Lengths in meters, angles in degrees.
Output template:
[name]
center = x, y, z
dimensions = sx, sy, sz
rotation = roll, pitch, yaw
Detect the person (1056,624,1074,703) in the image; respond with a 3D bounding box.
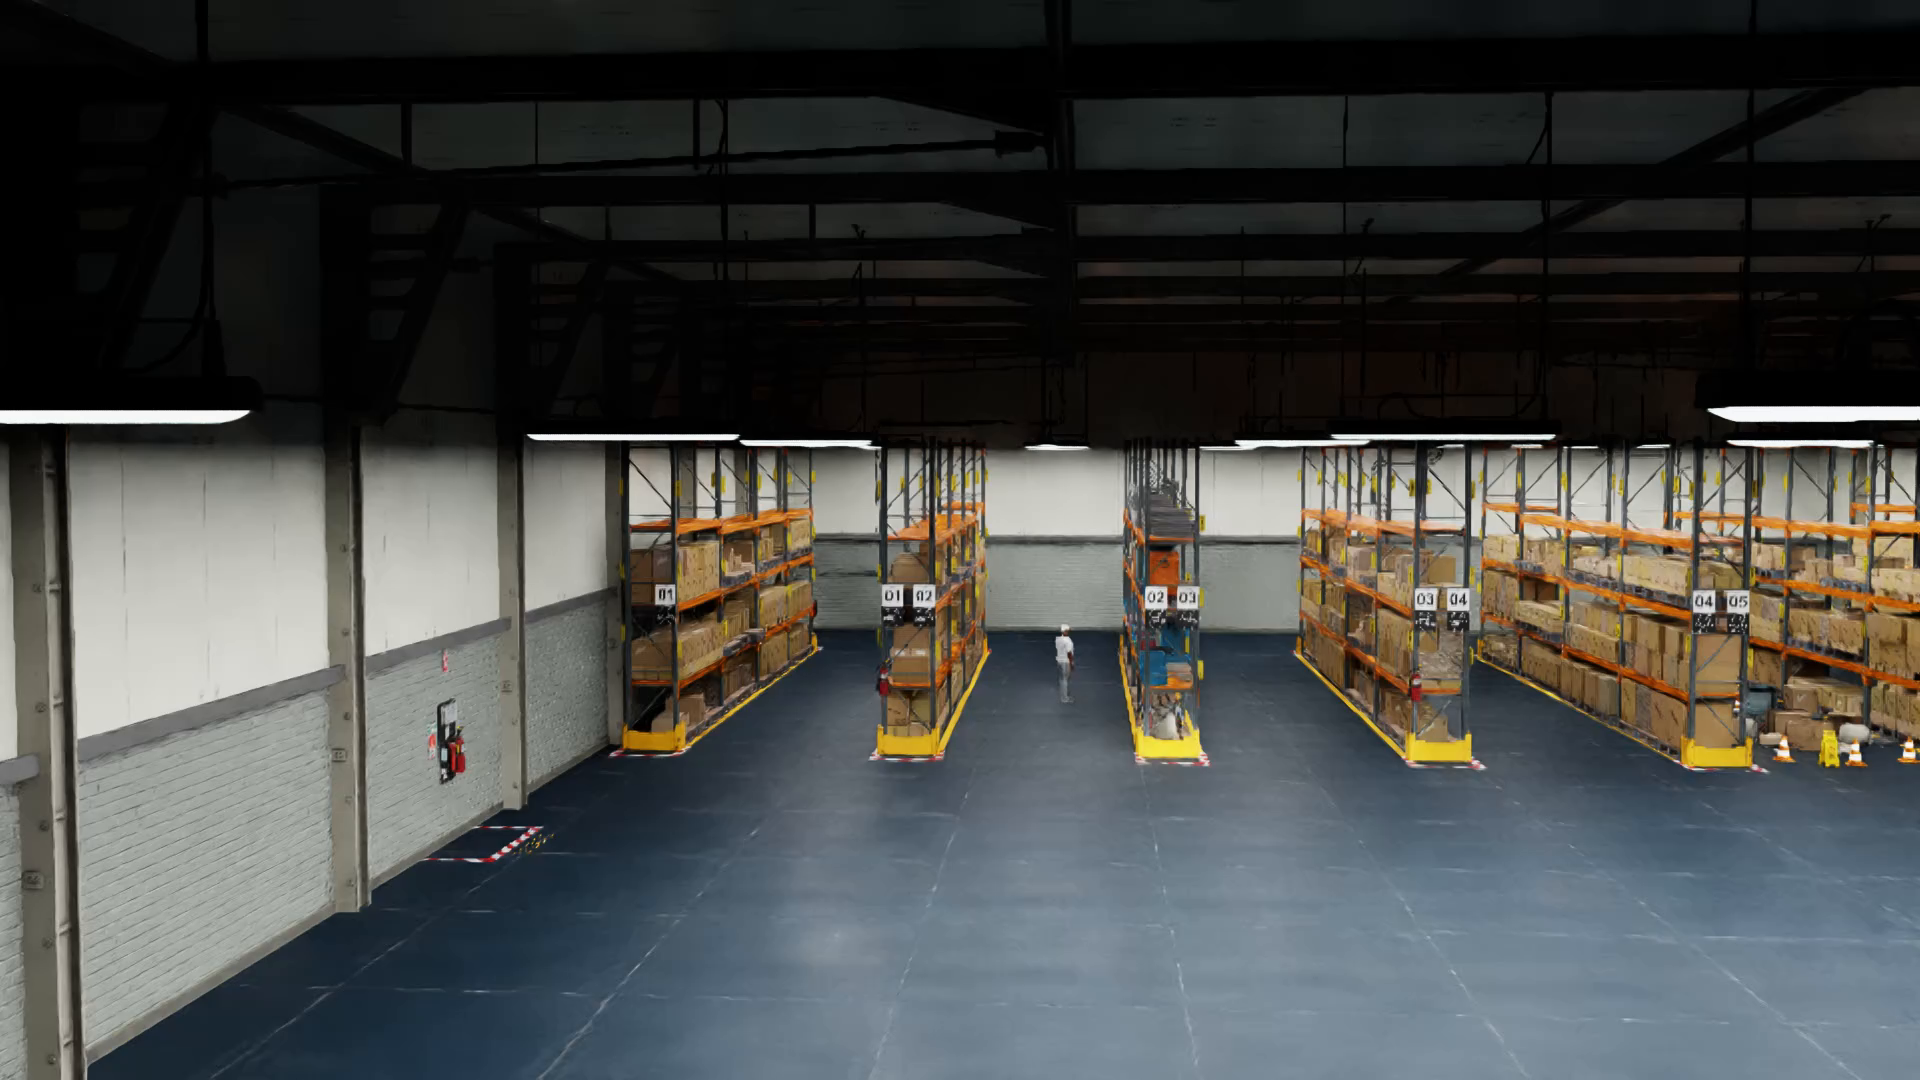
[person]
center = 2.435, 2.793, 37.918
dimensions = 0.453, 1.768, 0.632
rotation = -1, 3, -25
